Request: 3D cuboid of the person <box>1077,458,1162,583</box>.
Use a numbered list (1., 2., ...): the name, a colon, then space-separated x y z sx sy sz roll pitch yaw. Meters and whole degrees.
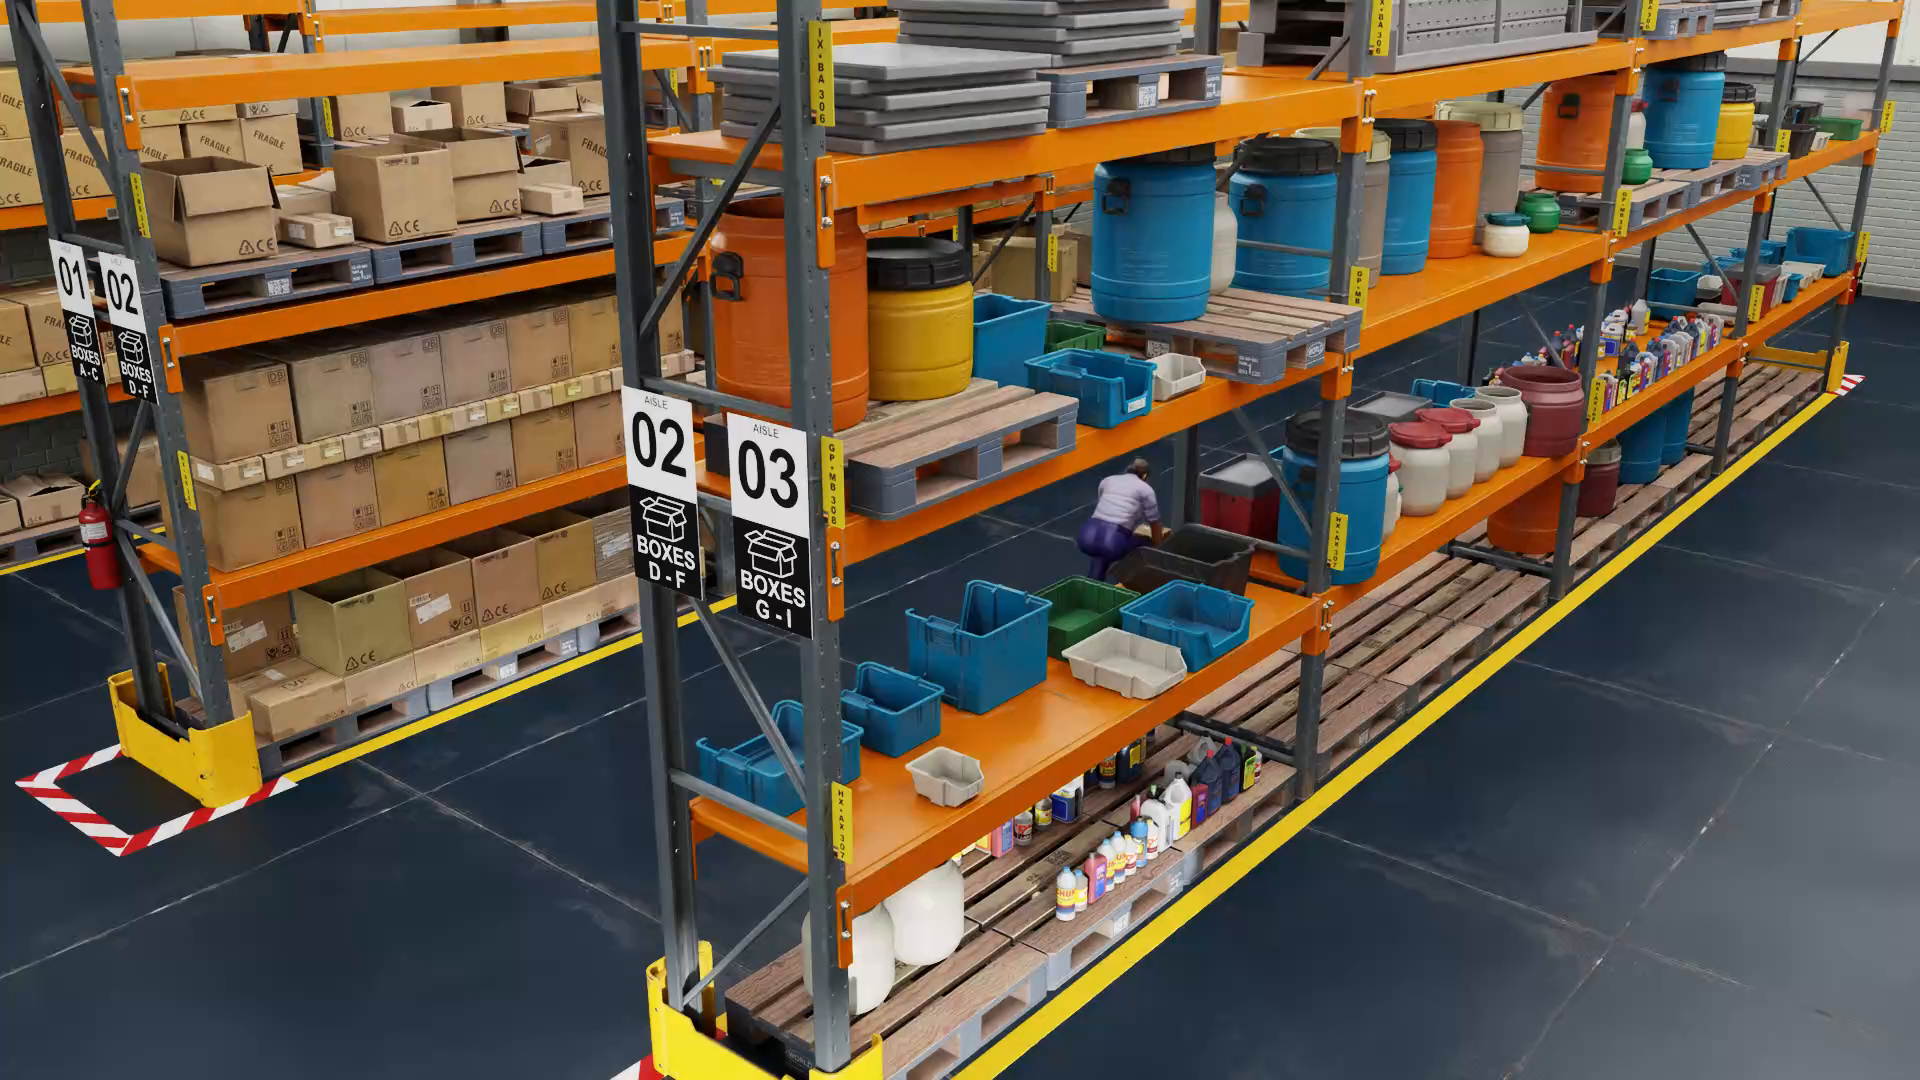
1. person: 1.201 -0.042 12.577 0.531 1.053 0.783 16 26 36
